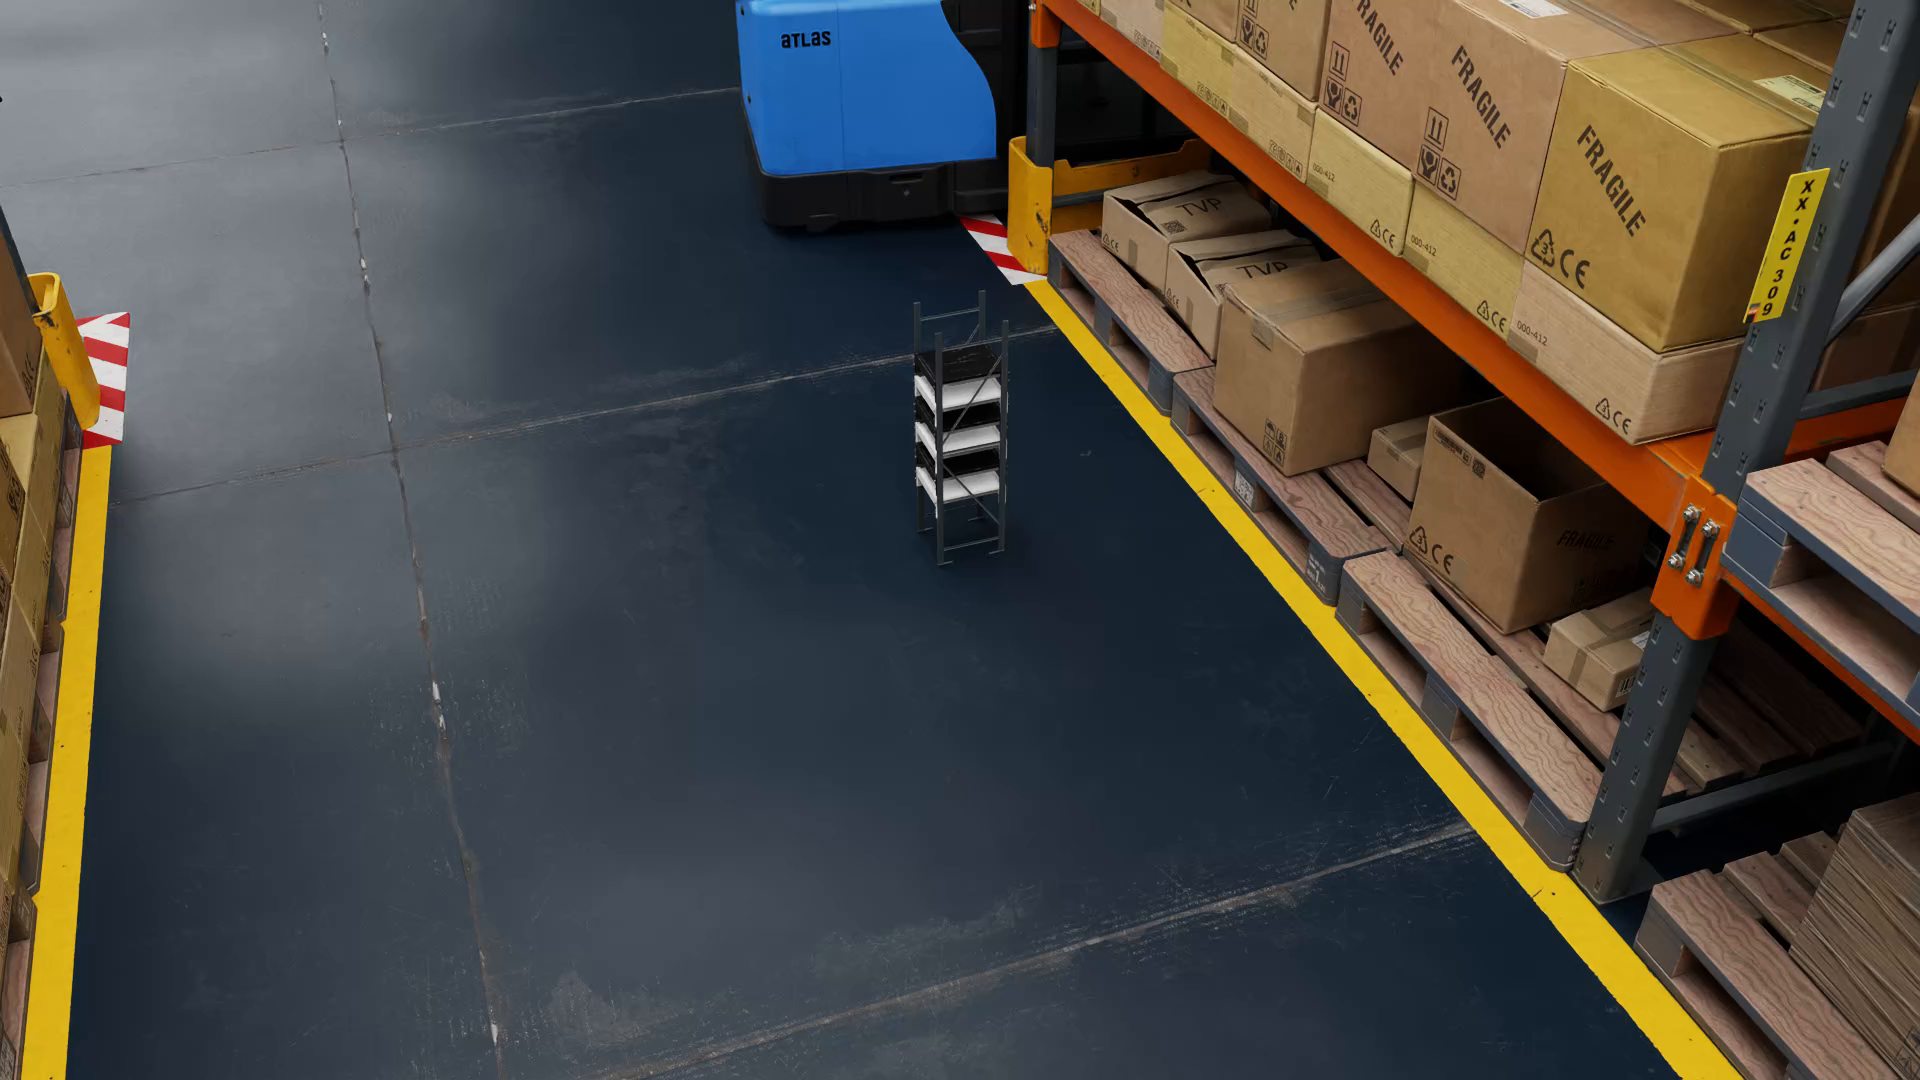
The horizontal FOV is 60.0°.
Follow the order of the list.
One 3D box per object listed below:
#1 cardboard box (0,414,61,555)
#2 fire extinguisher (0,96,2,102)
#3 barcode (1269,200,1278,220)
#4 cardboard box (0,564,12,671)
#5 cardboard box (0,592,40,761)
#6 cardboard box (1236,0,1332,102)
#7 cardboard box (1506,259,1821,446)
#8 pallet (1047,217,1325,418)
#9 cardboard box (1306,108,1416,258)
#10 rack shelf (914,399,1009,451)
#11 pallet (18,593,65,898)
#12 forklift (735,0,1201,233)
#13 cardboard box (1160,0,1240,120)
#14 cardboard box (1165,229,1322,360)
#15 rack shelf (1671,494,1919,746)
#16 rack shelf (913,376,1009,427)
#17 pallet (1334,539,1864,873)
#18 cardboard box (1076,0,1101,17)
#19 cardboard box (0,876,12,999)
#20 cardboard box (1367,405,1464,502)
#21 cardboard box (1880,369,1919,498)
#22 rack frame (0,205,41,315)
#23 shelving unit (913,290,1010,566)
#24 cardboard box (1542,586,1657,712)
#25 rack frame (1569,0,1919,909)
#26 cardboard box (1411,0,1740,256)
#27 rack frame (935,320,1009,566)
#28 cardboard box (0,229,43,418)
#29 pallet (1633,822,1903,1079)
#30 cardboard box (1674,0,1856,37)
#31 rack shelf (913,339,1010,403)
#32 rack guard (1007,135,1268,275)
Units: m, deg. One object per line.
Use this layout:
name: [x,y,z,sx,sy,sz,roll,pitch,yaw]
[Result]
cardboard box: [-3.229,-0.132,5.368,0.500,0.250,0.500,-12,39,-16]
fire extinguisher: [-3.479,-1.716,5.600,0.296,0.674,0.183,-12,39,-16]
barcode: [1.311,-1.380,6.951,0.001,0.075,0.075,-12,39,-16]
cardboard box: [-2.882,0.133,4.394,0.500,0.500,0.500,-12,39,-16]
cardboard box: [-2.885,0.433,4.618,0.500,0.250,0.500,-12,39,-16]
cardboard box: [1.179,-1.664,4.951,0.500,0.500,0.500,-11,38,-15]
cardboard box: [1.704,-0.505,4.035,0.500,0.250,0.500,-12,39,-16]
pallet: [1.048,-0.989,6.887,1.003,0.211,1.213,-12,39,-16]
cardboard box: [1.353,-1.069,4.784,0.500,0.250,0.500,-13,39,-16]
rack shelf: [0.003,-0.400,5.439,0.258,0.077,0.200,-12,39,-16]
pallet: [-3.156,0.641,4.723,1.003,0.211,1.213,-12,39,-16]
forklift: [0.502,-3.011,7.312,3.031,2.935,1.130,-7,38,-9]
cardboard box: [1.007,-1.639,5.541,0.500,0.250,0.500,-13,39,-17]
cardboard box: [1.125,-0.982,6.430,0.500,0.311,0.500,-9,38,-12]
rack shelf: [2.840,1.065,2.441,1.077,0.370,4.000,-12,39,-16]
rack shelf: [0.003,-0.472,5.385,0.258,0.077,0.200,-12,39,-16]
pallet: [1.888,0.390,5.057,1.003,0.211,1.213,-12,39,-16]
cardboard box: [0.645,-2.218,6.310,0.500,0.250,0.500,-14,39,-17]
cardboard box: [-2.540,0.998,3.868,0.500,0.250,0.500,-12,39,-16]
cardboard box: [1.620,-0.297,5.655,0.380,0.149,0.250,-16,40,-20]
cardboard box: [2.295,-0.273,3.171,0.700,0.500,0.500,-12,39,-16]
rack frame: [-3.874,-1.584,5.360,1.000,3.000,0.127,-12,39,-16]
shelving unit: [0.003,-0.355,5.473,0.258,0.900,0.210,-12,39,-16]
cardboard box: [1.940,0.308,4.837,0.380,0.166,0.250,-18,40,-22]
rack frame: [2.152,-0.352,3.724,1.000,3.000,0.127,-12,39,-16]
cardboard box: [1.522,-1.084,4.180,0.500,0.500,0.500,-13,39,-16]
rack frame: [0.038,-0.297,5.397,0.240,0.900,0.006,-12,39,-16]
cardboard box: [-3.410,-0.712,5.515,0.500,0.500,0.500,-12,39,-16]
pallet: [2.421,1.201,3.980,1.003,0.211,1.213,-12,39,-16]
cardboard box: [2.012,-1.202,4.337,0.500,0.500,0.500,-13,39,-16]
rack shelf: [0.003,-0.544,5.331,0.258,0.077,0.200,-12,39,-16]
rack guard: [0.802,-1.570,7.419,1.175,0.500,0.348,-12,39,-16]
